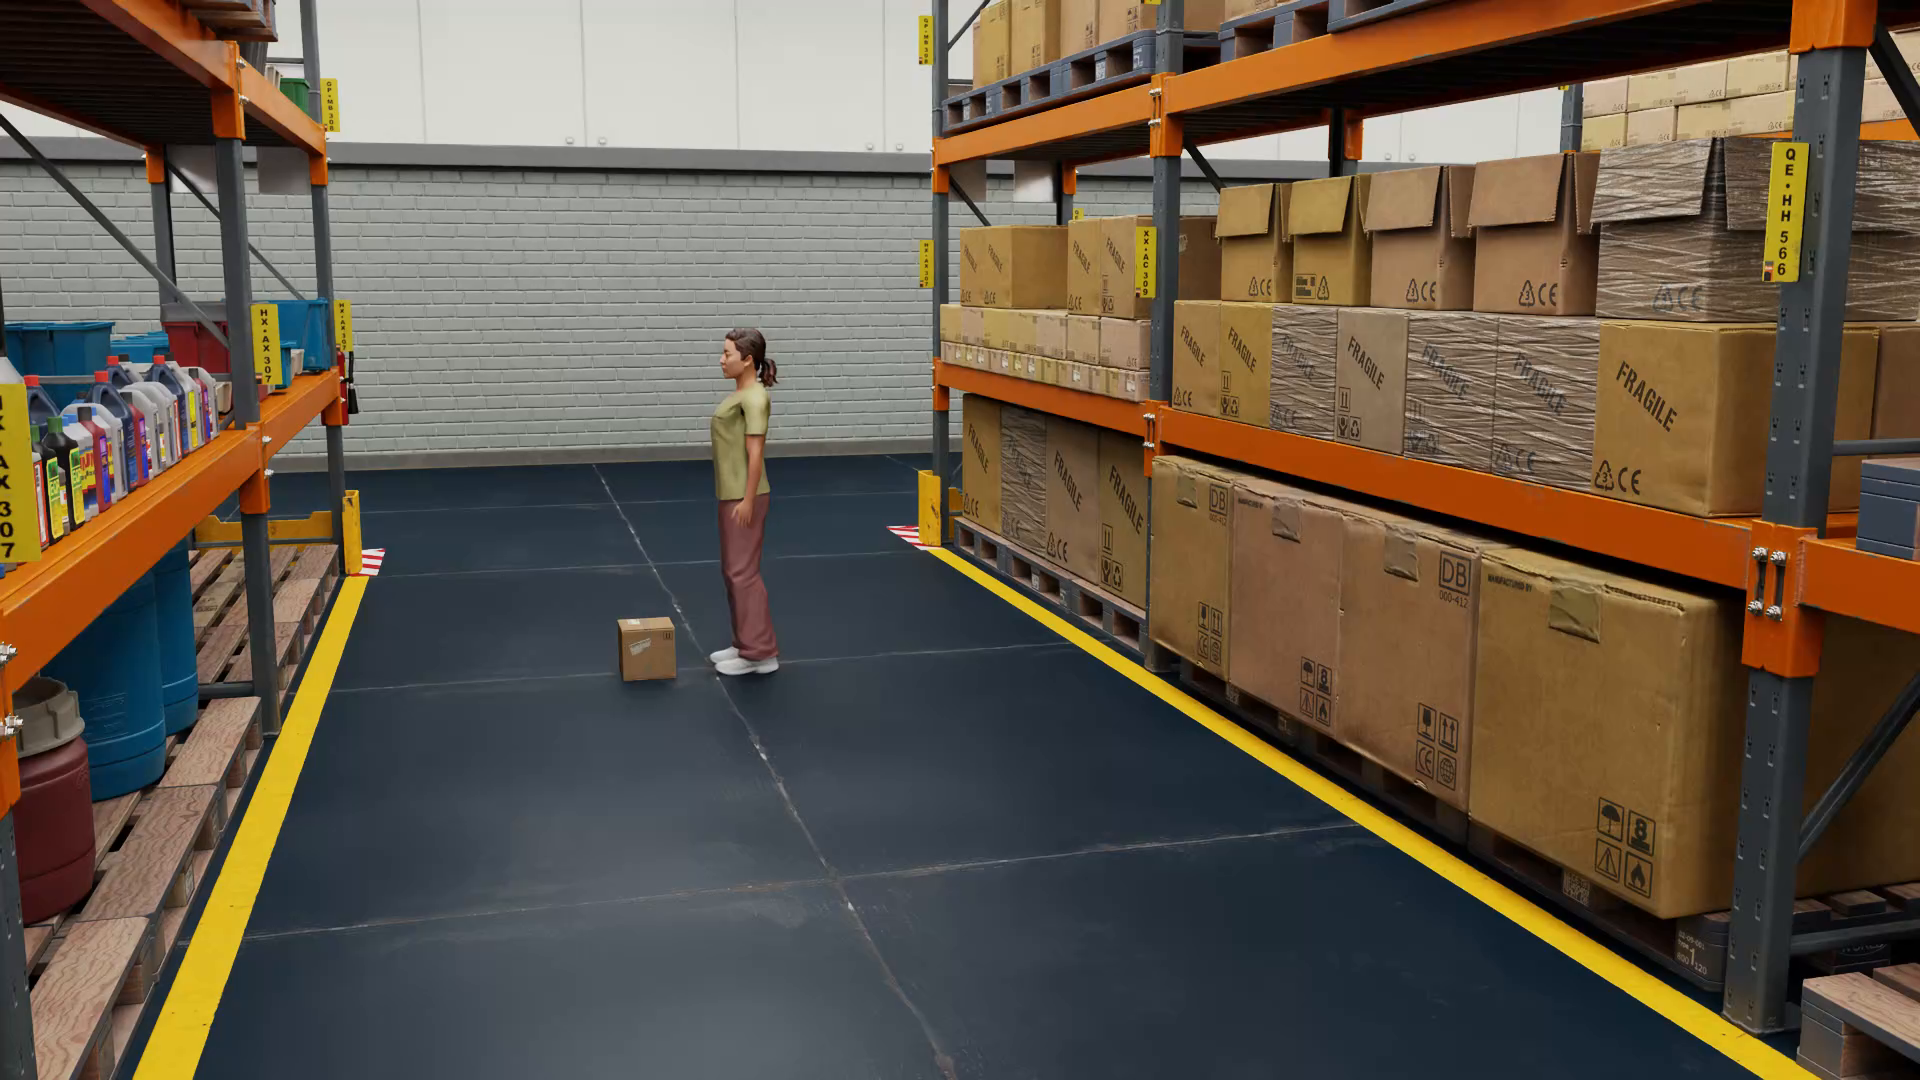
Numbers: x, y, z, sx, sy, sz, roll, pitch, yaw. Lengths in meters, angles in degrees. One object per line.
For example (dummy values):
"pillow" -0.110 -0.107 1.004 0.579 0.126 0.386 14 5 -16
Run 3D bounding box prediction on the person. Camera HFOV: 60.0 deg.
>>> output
"person" -1.041 -0.191 8.073 0.357 1.667 0.439 -3 10 -15
